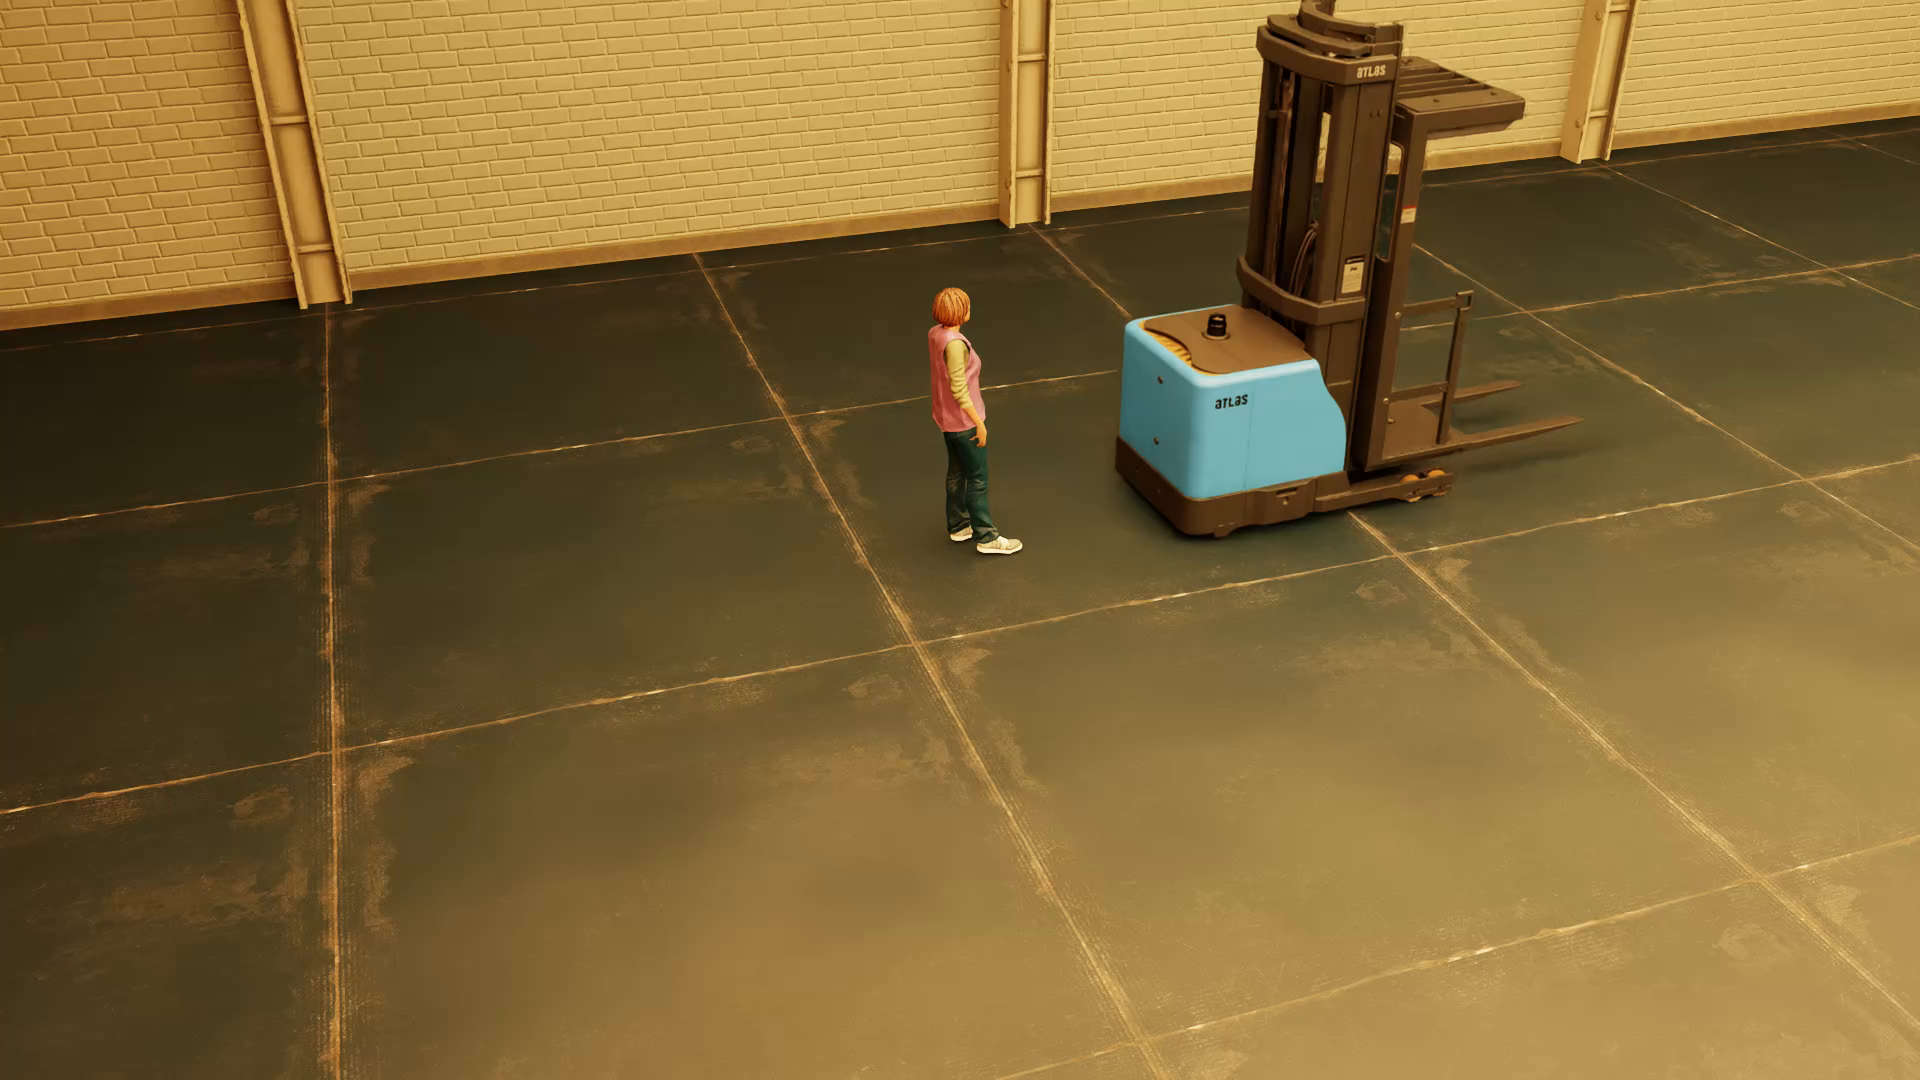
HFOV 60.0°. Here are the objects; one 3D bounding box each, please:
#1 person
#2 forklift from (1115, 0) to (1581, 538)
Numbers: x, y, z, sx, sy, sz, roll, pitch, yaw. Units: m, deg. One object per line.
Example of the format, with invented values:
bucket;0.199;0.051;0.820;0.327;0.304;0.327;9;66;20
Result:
person;0.074;-0.697;9.637;0.475;1.582;0.520;-10;31;-16
forklift;2.567;-1.743;10.116;3.031;2.935;1.130;-11;32;-19
